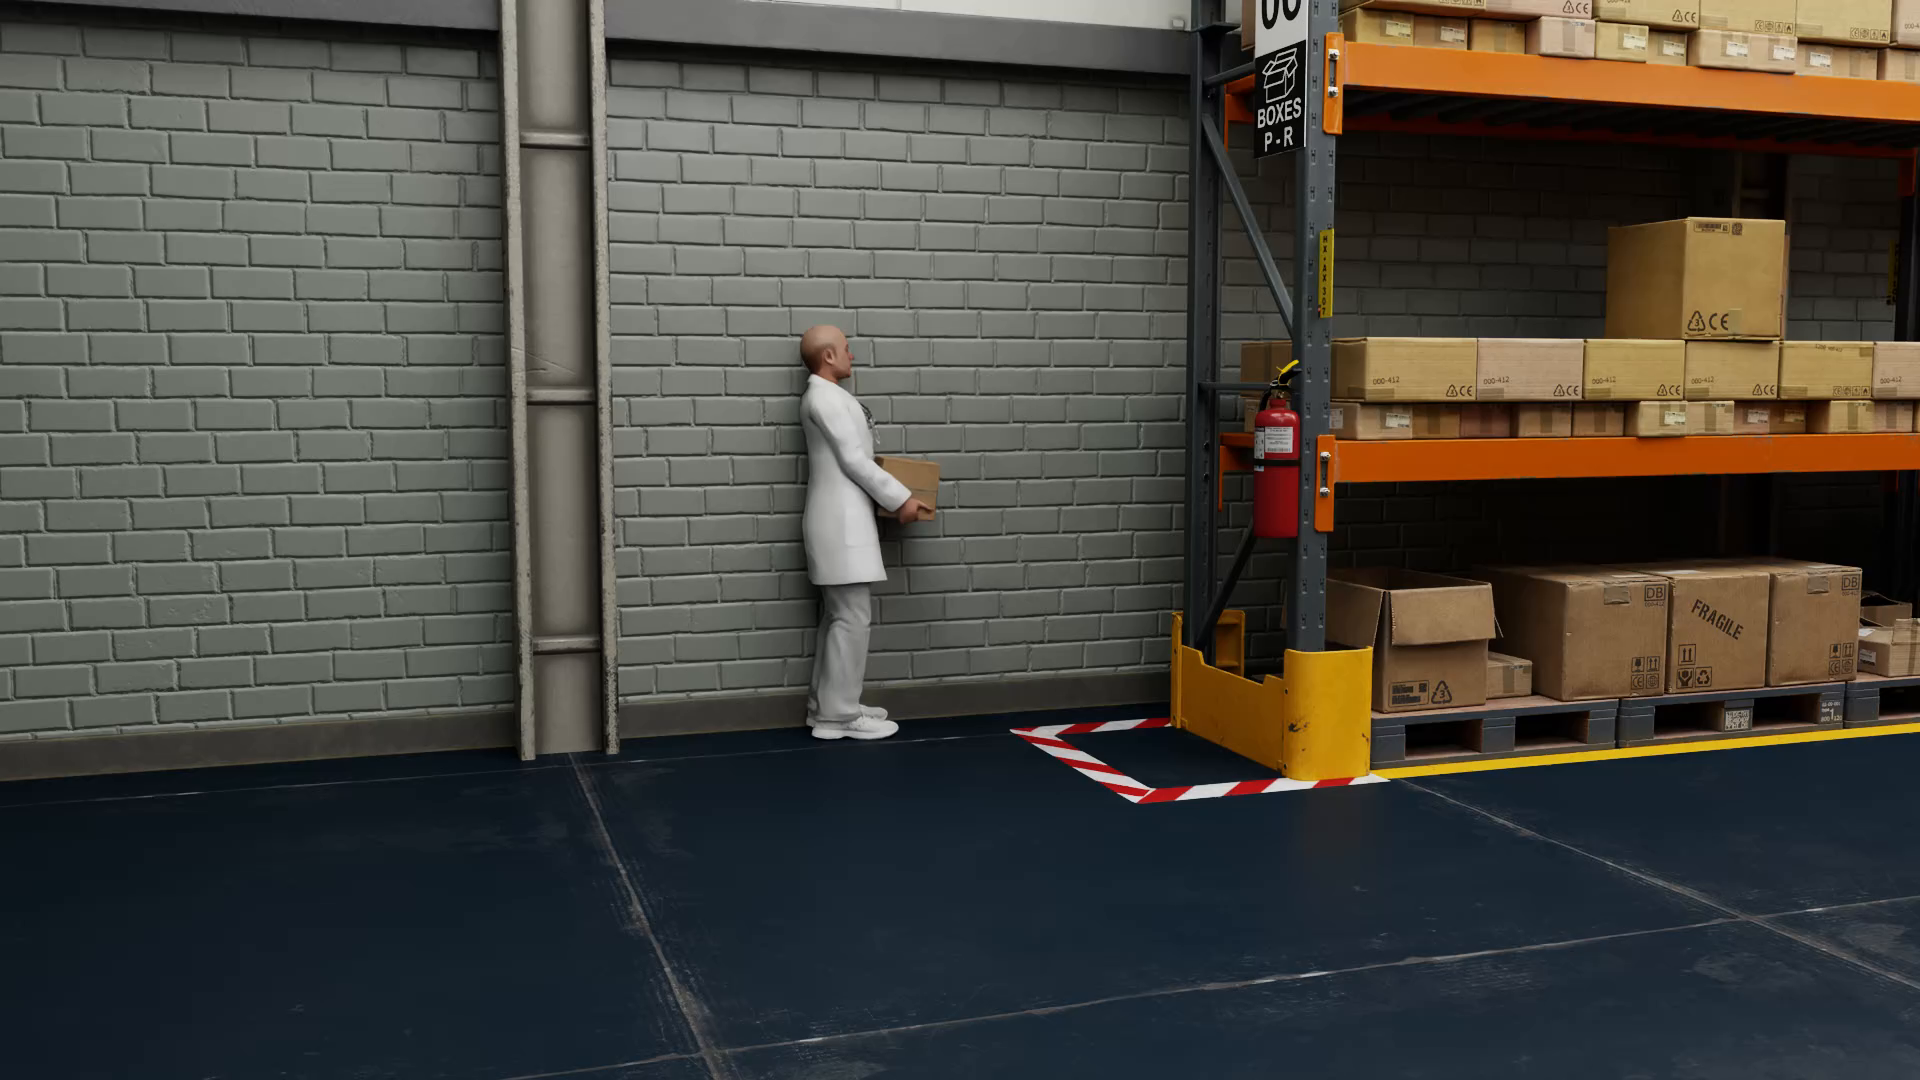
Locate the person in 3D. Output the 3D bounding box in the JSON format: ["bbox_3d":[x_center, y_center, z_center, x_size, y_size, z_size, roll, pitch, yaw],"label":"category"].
[{"bbox_3d":[-0.416,-0.043,7.229,0.557,1.772,0.530,-1,6,-11],"label":"person"}]
